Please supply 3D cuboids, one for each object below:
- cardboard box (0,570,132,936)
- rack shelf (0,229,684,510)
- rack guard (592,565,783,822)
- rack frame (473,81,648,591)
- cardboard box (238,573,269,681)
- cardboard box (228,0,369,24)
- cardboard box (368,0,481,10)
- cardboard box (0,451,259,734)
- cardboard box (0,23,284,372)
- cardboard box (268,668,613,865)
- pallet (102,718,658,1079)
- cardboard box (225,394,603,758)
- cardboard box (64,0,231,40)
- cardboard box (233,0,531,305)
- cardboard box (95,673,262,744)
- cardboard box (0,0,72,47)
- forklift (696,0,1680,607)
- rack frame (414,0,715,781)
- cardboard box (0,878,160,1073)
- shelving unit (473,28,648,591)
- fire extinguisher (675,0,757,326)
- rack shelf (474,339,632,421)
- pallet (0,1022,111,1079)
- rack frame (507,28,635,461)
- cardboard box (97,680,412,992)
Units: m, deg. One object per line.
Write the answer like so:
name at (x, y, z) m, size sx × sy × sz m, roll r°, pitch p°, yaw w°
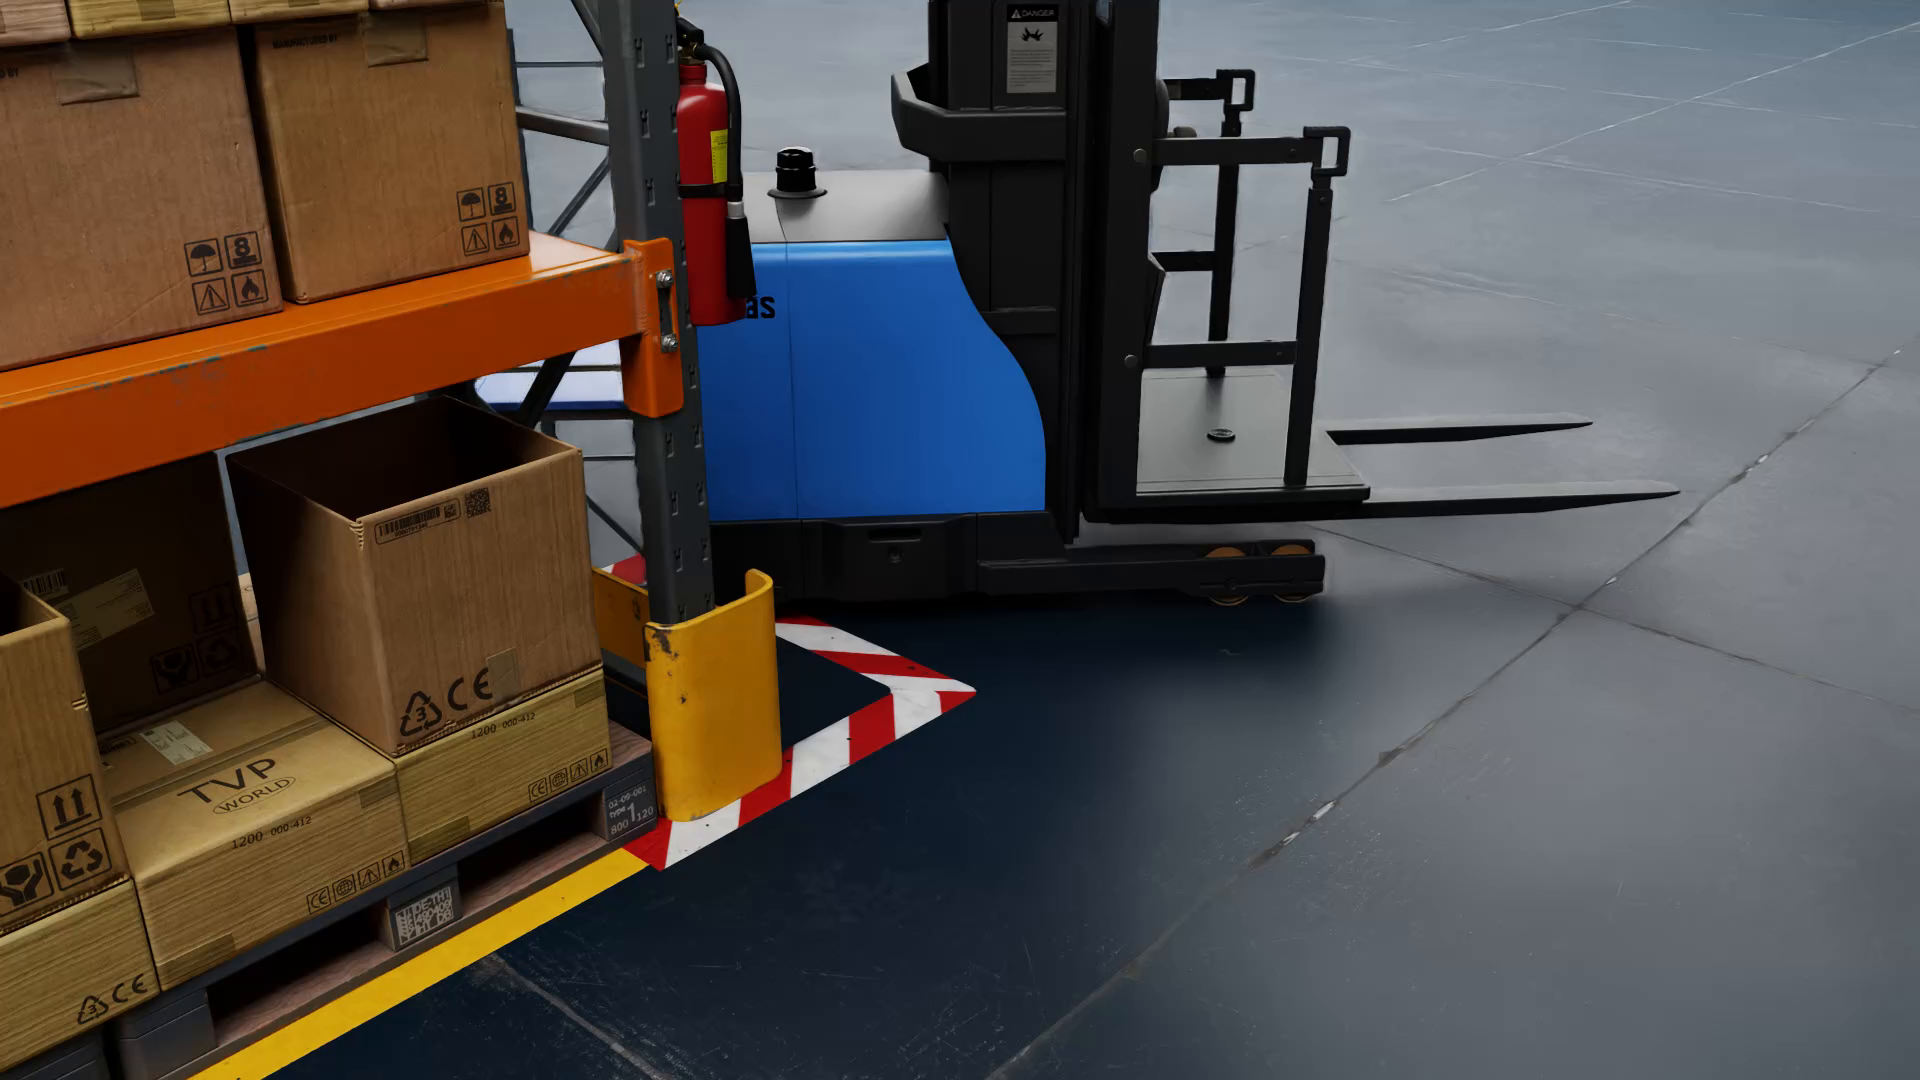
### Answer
cardboard box at (-1.760, 0.358, 2.716) m, size 0.500 × 0.500 × 0.500 m, roll 20°, pitch 31°, yaw 38°
rack shelf at (-2.302, 0.022, 2.415) m, size 1.077 × 0.370 × 4.000 m, roll 20°, pitch 31°, yaw 38°
rack guard at (-0.952, 0.217, 4.154) m, size 1.175 × 0.500 × 0.348 m, roll 20°, pitch 31°, yaw 38°
rack frame at (-1.091, -0.452, 4.424) m, size 0.500 × 1.500 × 0.032 m, roll -1°, pitch 24°, yaw -3°
cardboard box at (-1.491, 0.250, 3.874) m, size 0.500 × 0.250 × 0.500 m, roll 20°, pitch 31°, yaw 38°
cardboard box at (-1.254, -1.009, 2.919) m, size 0.380 × 0.149 × 0.250 m, roll 21°, pitch 32°, yaw 39°
cardboard box at (-1.081, -1.089, 3.098) m, size 0.380 × 0.149 × 0.250 m, roll 20°, pitch 31°, yaw 37°
cardboard box at (-1.823, 0.060, 3.380) m, size 0.500 × 0.500 × 0.500 m, roll 20°, pitch 31°, yaw 38°
cardboard box at (-1.636, -0.662, 2.937) m, size 0.700 × 0.500 × 0.500 m, roll 21°, pitch 32°, yaw 39°
cardboard box at (-1.106, 0.391, 3.559) m, size 0.500 × 0.250 × 0.500 m, roll 20°, pitch 31°, yaw 38°
pallet at (-1.447, 0.601, 3.652) m, size 1.003 × 0.211 × 1.213 m, roll 20°, pitch 31°, yaw 38°
cardboard box at (-1.104, 0.050, 3.404) m, size 0.500 × 0.500 × 0.500 m, roll 20°, pitch 31°, yaw 38°
cardboard box at (-1.425, -0.931, 2.745) m, size 0.380 × 0.149 × 0.250 m, roll 20°, pitch 31°, yaw 37°
cardboard box at (-1.289, -0.823, 3.297) m, size 0.700 × 0.500 × 0.500 m, roll 20°, pitch 31°, yaw 38°
cardboard box at (-1.822, 0.403, 3.532) m, size 0.500 × 0.250 × 0.500 m, roll 20°, pitch 31°, yaw 38°
cardboard box at (-1.595, -0.855, 2.576) m, size 0.380 × 0.149 × 0.250 m, roll 21°, pitch 31°, yaw 38°
forklift at (0.645, -1.361, 4.703) m, size 3.031 × 2.935 × 1.130 m, roll -2°, pitch 24°, yaw -5°
rack frame at (-0.968, -0.916, 3.627) m, size 1.000 × 3.000 × 0.127 m, roll 20°, pitch 31°, yaw 38°
cardboard box at (-1.763, 0.700, 2.871) m, size 0.500 × 0.250 × 0.500 m, roll 20°, pitch 31°, yaw 38°
shelving unit at (-1.120, -0.660, 4.887) m, size 0.538 × 1.500 × 1.048 m, roll -1°, pitch 24°, yaw -3°
fire extinguisher at (-0.543, -0.790, 3.440) m, size 0.296 × 0.674 × 0.183 m, roll 20°, pitch 31°, yaw 38°
rack shelf at (-1.120, -0.495, 4.960) m, size 0.538 × 0.185 × 1.000 m, roll -1°, pitch 24°, yaw -3°
pallet at (-2.261, 0.971, 2.827) m, size 1.003 × 0.211 × 1.213 m, roll 20°, pitch 31°, yaw 38°
rack frame at (-1.149, -0.867, 5.350) m, size 0.500 × 1.500 × 0.032 m, roll -1°, pitch 24°, yaw -3°
cardboard box at (-1.430, 0.547, 3.212) m, size 0.500 × 0.250 × 0.500 m, roll 20°, pitch 31°, yaw 38°
